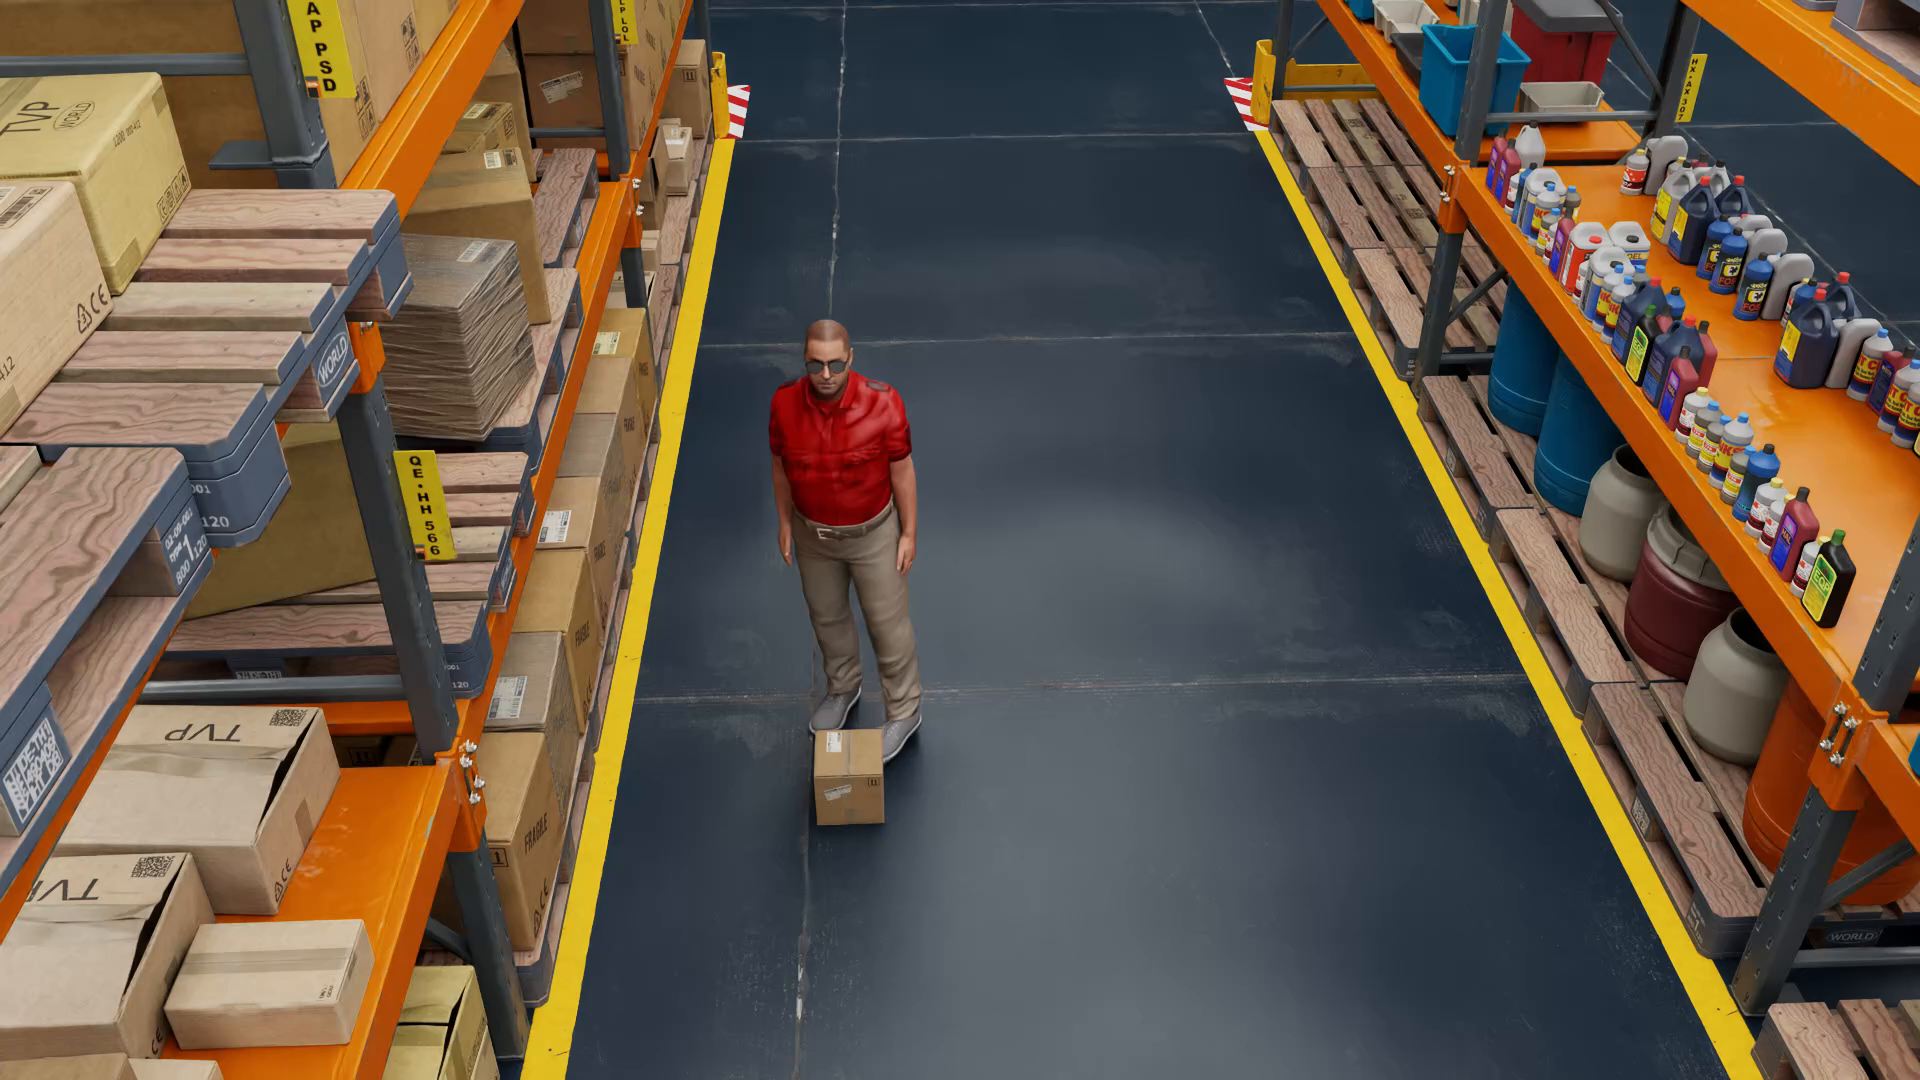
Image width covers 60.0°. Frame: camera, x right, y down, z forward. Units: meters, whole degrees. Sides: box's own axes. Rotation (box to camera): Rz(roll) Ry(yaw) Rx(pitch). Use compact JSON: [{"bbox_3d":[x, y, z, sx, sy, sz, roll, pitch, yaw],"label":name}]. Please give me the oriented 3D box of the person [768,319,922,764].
[{"bbox_3d":[-0.439,0.013,6.117,0.581,1.737,0.486,8,36,11],"label":"person"}]
